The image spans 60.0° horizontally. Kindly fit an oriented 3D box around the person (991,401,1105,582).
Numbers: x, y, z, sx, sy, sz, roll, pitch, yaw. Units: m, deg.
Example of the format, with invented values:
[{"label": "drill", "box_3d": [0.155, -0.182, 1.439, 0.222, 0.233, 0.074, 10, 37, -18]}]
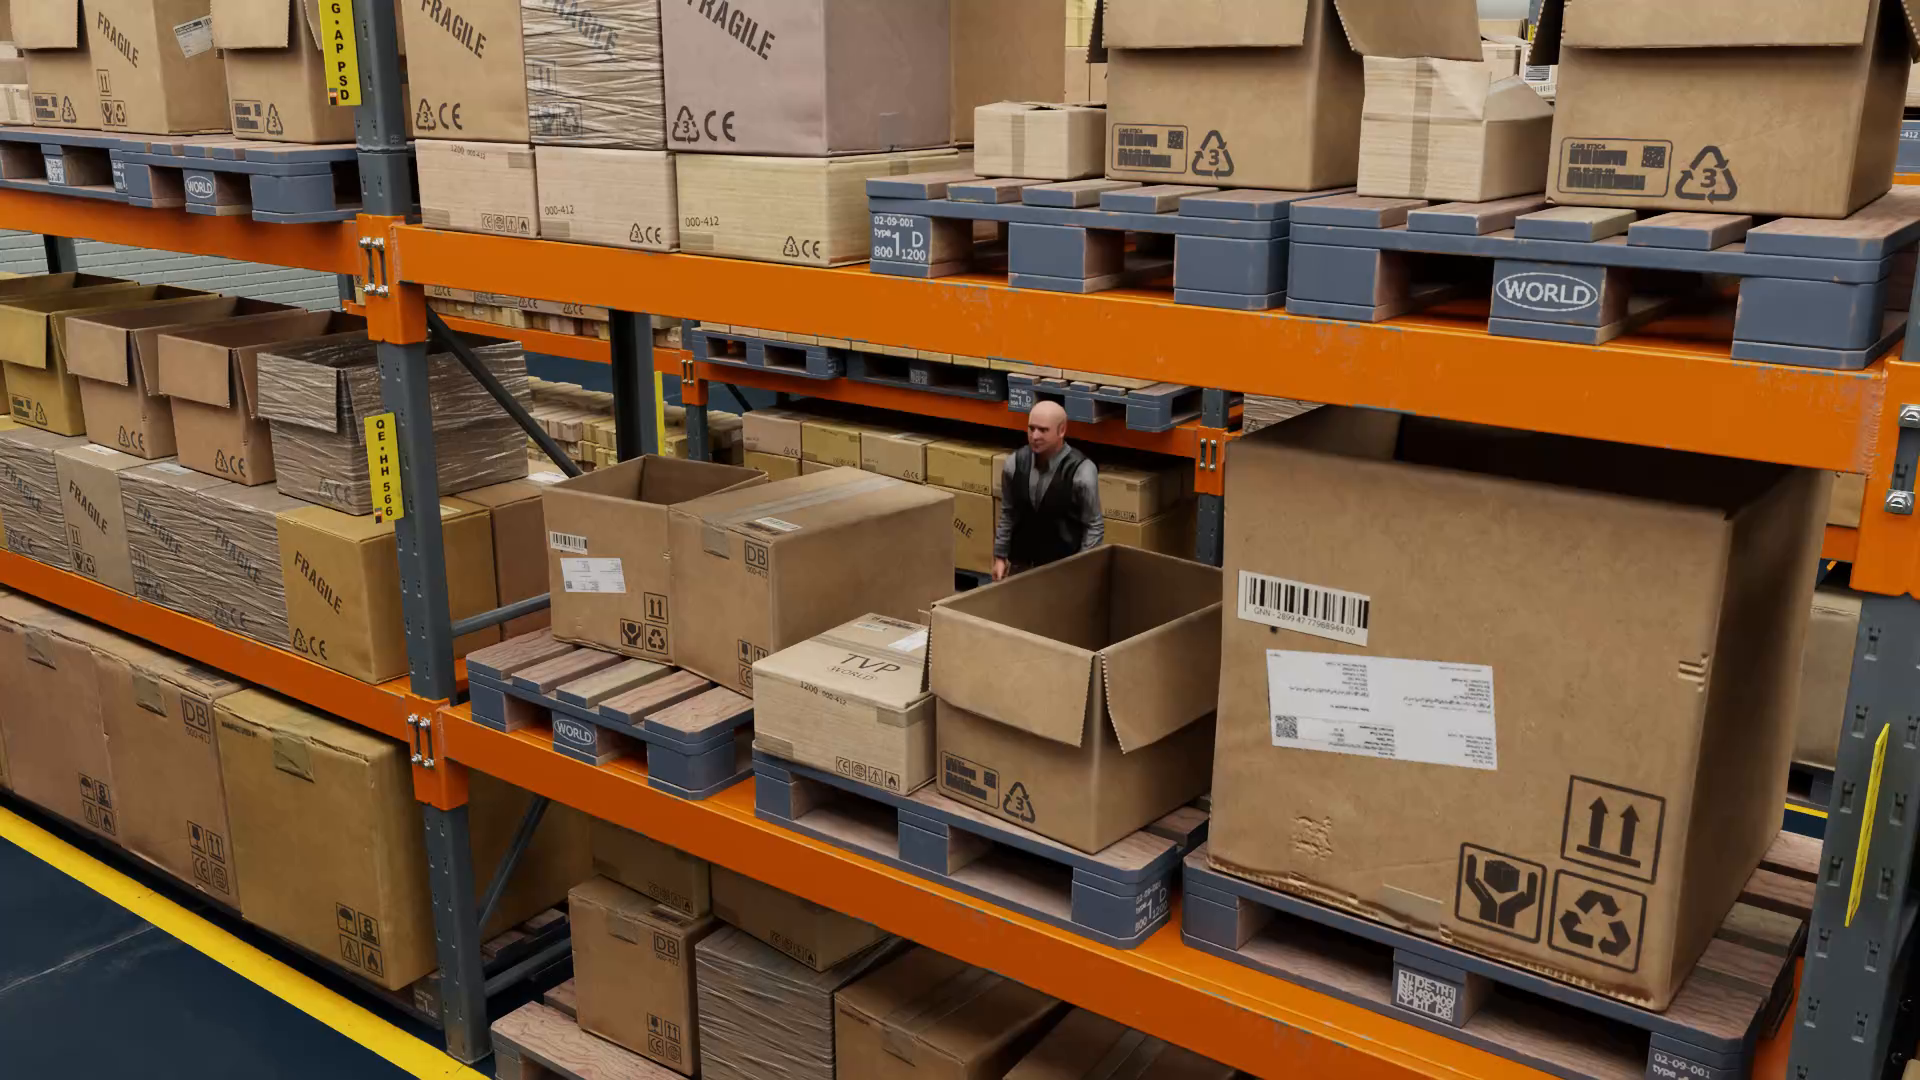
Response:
[{"label": "person", "box_3d": [0.429, 0.164, 8.022, 0.566, 1.723, 0.418, 11, 20, 33]}]
